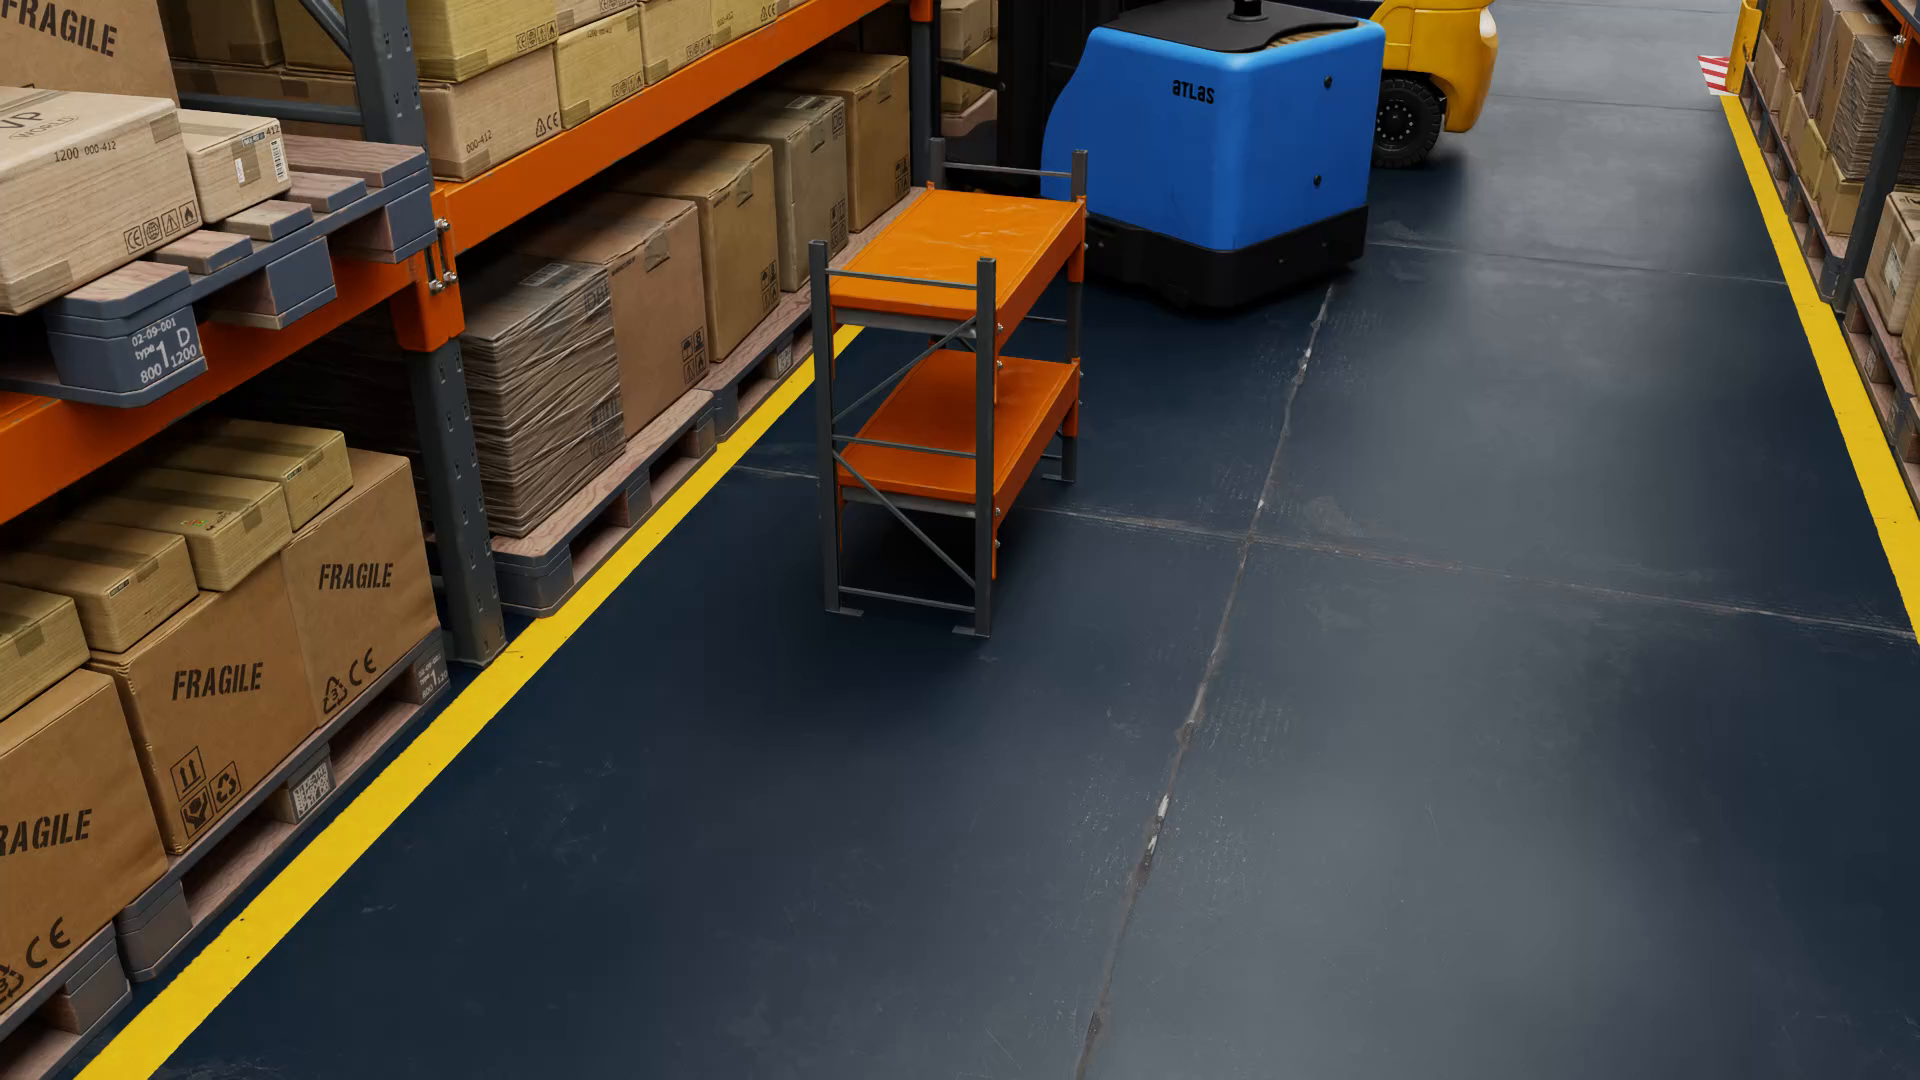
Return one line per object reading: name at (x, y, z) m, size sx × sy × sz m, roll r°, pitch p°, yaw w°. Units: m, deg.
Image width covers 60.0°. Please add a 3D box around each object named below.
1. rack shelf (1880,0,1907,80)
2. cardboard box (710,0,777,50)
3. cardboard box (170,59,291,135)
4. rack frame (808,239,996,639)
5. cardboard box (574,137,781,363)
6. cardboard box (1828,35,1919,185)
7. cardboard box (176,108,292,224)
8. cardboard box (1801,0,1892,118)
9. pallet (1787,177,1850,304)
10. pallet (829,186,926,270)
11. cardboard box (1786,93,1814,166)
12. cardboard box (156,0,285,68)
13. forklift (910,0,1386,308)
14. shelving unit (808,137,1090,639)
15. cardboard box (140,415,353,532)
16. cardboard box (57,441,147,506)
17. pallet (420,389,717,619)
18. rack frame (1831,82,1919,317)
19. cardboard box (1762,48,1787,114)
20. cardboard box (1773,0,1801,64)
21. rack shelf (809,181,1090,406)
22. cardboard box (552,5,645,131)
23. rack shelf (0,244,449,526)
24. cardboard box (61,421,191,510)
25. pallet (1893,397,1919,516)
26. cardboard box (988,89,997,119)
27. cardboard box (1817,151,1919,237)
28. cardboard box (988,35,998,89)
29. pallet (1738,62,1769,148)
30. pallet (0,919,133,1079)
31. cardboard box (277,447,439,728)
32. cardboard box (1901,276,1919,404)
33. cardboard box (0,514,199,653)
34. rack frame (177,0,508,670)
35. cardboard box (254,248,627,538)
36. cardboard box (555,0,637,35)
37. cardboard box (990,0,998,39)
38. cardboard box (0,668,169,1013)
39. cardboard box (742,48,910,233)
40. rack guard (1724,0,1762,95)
rack shelf at (4.732, -2.819, 7.972) m, size 1.077 × 0.370 × 4.000 m, roll 8°, pitch 30°, yaw 15°
cardboard box at (-0.961, -1.872, 5.683) m, size 0.500 × 0.250 × 0.500 m, roll 9°, pitch 30°, yaw 16°
cardboard box at (-1.888, -1.231, 4.532) m, size 0.500 × 0.250 × 0.500 m, roll 8°, pitch 30°, yaw 14°
rack frame at (-0.151, -0.252, 4.546) m, size 0.500 × 1.125 × 0.032 m, roll 8°, pitch 30°, yaw 15°
cardboard box at (-1.197, -1.103, 6.158) m, size 0.875 × 0.625 × 0.625 m, roll 7°, pitch 30°, yaw 13°
cardboard box at (4.062, -1.827, 7.073) m, size 0.500 × 0.500 × 0.500 m, roll 8°, pitch 30°, yaw 14°
cardboard box at (-1.601, -0.765, 3.367) m, size 0.380 × 0.149 × 0.250 m, roll 9°, pitch 30°, yaw 16°
cardboard box at (4.358, -2.301, 7.925) m, size 0.500 × 0.500 × 0.500 m, roll 10°, pitch 31°, yaw 18°
pallet at (4.308, -1.302, 7.374) m, size 1.003 × 0.211 × 1.213 m, roll 8°, pitch 30°, yaw 15°
pallet at (-0.780, -1.344, 7.449) m, size 1.003 × 0.211 × 1.213 m, roll 8°, pitch 30°, yaw 15°
cardboard box at (4.362, -1.983, 8.126) m, size 0.500 × 0.250 × 0.500 m, roll 9°, pitch 30°, yaw 16°
cardboard box at (-1.909, -1.453, 4.416) m, size 0.500 × 0.250 × 0.500 m, roll 9°, pitch 30°, yaw 16°
forklift at (0.425, -2.863, 7.381) m, size 1.130 × 2.935 × 3.031 m, roll -24°, pitch 37°, yaw -36°
shelving unit at (-0.002, -0.488, 4.971) m, size 0.538 × 1.125 × 1.048 m, roll 8°, pitch 30°, yaw 15°
cardboard box at (-1.678, -0.161, 3.925) m, size 0.380 × 0.149 × 0.250 m, roll 7°, pitch 30°, yaw 12°
cardboard box at (-2.226, -0.228, 4.047) m, size 0.380 × 0.149 × 0.250 m, roll 10°, pitch 31°, yaw 17°
pallet at (-1.496, -0.210, 5.410) m, size 1.003 × 0.211 × 1.213 m, roll 8°, pitch 30°, yaw 15°
rack frame at (4.145, -2.204, 6.126) m, size 1.000 × 3.000 × 0.127 m, roll 8°, pitch 30°, yaw 15°
cardboard box at (4.661, -2.473, 9.007) m, size 0.500 × 0.250 × 0.500 m, roll 10°, pitch 30°, yaw 17°
cardboard box at (4.662, -2.782, 8.791) m, size 0.500 × 0.500 × 0.500 m, roll 7°, pitch 30°, yaw 13°
rack shelf at (-0.002, -0.744, 4.829) m, size 0.538 × 0.278 × 1.000 m, roll 8°, pitch 30°, yaw 15°
cardboard box at (-1.259, -1.390, 4.818) m, size 0.500 × 0.250 × 0.500 m, roll 8°, pitch 30°, yaw 14°
rack shelf at (-2.362, 0.192, 2.559) m, size 1.077 × 0.370 × 4.000 m, roll 8°, pitch 30°, yaw 15°
cardboard box at (-2.167, 0.013, 4.280) m, size 0.500 × 0.500 × 0.500 m, roll 10°, pitch 31°, yaw 17°
pallet at (3.562, -0.054, 5.131) m, size 1.003 × 0.211 × 1.213 m, roll 8°, pitch 30°, yaw 15°
cardboard box at (-0.008, -2.308, 8.710) m, size 0.500 × 0.250 × 0.500 m, roll 8°, pitch 30°, yaw 14°
cardboard box at (4.062, -1.499, 7.255) m, size 0.500 × 0.250 × 0.500 m, roll 10°, pitch 31°, yaw 17°
cardboard box at (-0.018, -2.526, 8.587) m, size 0.500 × 0.250 × 0.500 m, roll 8°, pitch 30°, yaw 15°
pallet at (5.025, -2.436, 9.413) m, size 1.003 × 0.211 × 1.213 m, roll 8°, pitch 30°, yaw 15°
pallet at (-2.390, 1.074, 3.103) m, size 1.003 × 0.211 × 1.213 m, roll 8°, pitch 30°, yaw 15°
cardboard box at (-1.694, 0.084, 4.152) m, size 0.500 × 0.500 × 0.500 m, roll 9°, pitch 30°, yaw 16°
cardboard box at (3.786, -0.660, 5.623) m, size 0.950 × 0.372 × 0.625 m, roll 10°, pitch 31°, yaw 18°
cardboard box at (-1.848, 0.087, 3.480) m, size 0.380 × 0.149 × 0.250 m, roll 7°, pitch 30°, yaw 13°
rack frame at (-1.775, -1.052, 4.055) m, size 1.000 × 3.000 × 0.127 m, roll 8°, pitch 30°, yaw 15°
cardboard box at (-1.579, -0.485, 5.047) m, size 0.875 × 0.625 × 0.625 m, roll 9°, pitch 30°, yaw 16°
cardboard box at (-1.263, -1.608, 4.696) m, size 0.500 × 0.250 × 0.500 m, roll 9°, pitch 30°, yaw 16°
cardboard box at (0.001, -2.746, 8.468) m, size 0.500 × 0.250 × 0.500 m, roll 9°, pitch 30°, yaw 15°
cardboard box at (-2.002, 0.559, 3.299) m, size 0.500 × 0.500 × 0.500 m, roll 10°, pitch 31°, yaw 17°
cardboard box at (-0.744, -1.812, 7.433) m, size 0.875 × 0.625 × 0.625 m, roll 10°, pitch 31°, yaw 17°
rack guard at (5.297, -2.935, 10.012) m, size 1.175 × 0.500 × 0.348 m, roll 8°, pitch 30°, yaw 15°
